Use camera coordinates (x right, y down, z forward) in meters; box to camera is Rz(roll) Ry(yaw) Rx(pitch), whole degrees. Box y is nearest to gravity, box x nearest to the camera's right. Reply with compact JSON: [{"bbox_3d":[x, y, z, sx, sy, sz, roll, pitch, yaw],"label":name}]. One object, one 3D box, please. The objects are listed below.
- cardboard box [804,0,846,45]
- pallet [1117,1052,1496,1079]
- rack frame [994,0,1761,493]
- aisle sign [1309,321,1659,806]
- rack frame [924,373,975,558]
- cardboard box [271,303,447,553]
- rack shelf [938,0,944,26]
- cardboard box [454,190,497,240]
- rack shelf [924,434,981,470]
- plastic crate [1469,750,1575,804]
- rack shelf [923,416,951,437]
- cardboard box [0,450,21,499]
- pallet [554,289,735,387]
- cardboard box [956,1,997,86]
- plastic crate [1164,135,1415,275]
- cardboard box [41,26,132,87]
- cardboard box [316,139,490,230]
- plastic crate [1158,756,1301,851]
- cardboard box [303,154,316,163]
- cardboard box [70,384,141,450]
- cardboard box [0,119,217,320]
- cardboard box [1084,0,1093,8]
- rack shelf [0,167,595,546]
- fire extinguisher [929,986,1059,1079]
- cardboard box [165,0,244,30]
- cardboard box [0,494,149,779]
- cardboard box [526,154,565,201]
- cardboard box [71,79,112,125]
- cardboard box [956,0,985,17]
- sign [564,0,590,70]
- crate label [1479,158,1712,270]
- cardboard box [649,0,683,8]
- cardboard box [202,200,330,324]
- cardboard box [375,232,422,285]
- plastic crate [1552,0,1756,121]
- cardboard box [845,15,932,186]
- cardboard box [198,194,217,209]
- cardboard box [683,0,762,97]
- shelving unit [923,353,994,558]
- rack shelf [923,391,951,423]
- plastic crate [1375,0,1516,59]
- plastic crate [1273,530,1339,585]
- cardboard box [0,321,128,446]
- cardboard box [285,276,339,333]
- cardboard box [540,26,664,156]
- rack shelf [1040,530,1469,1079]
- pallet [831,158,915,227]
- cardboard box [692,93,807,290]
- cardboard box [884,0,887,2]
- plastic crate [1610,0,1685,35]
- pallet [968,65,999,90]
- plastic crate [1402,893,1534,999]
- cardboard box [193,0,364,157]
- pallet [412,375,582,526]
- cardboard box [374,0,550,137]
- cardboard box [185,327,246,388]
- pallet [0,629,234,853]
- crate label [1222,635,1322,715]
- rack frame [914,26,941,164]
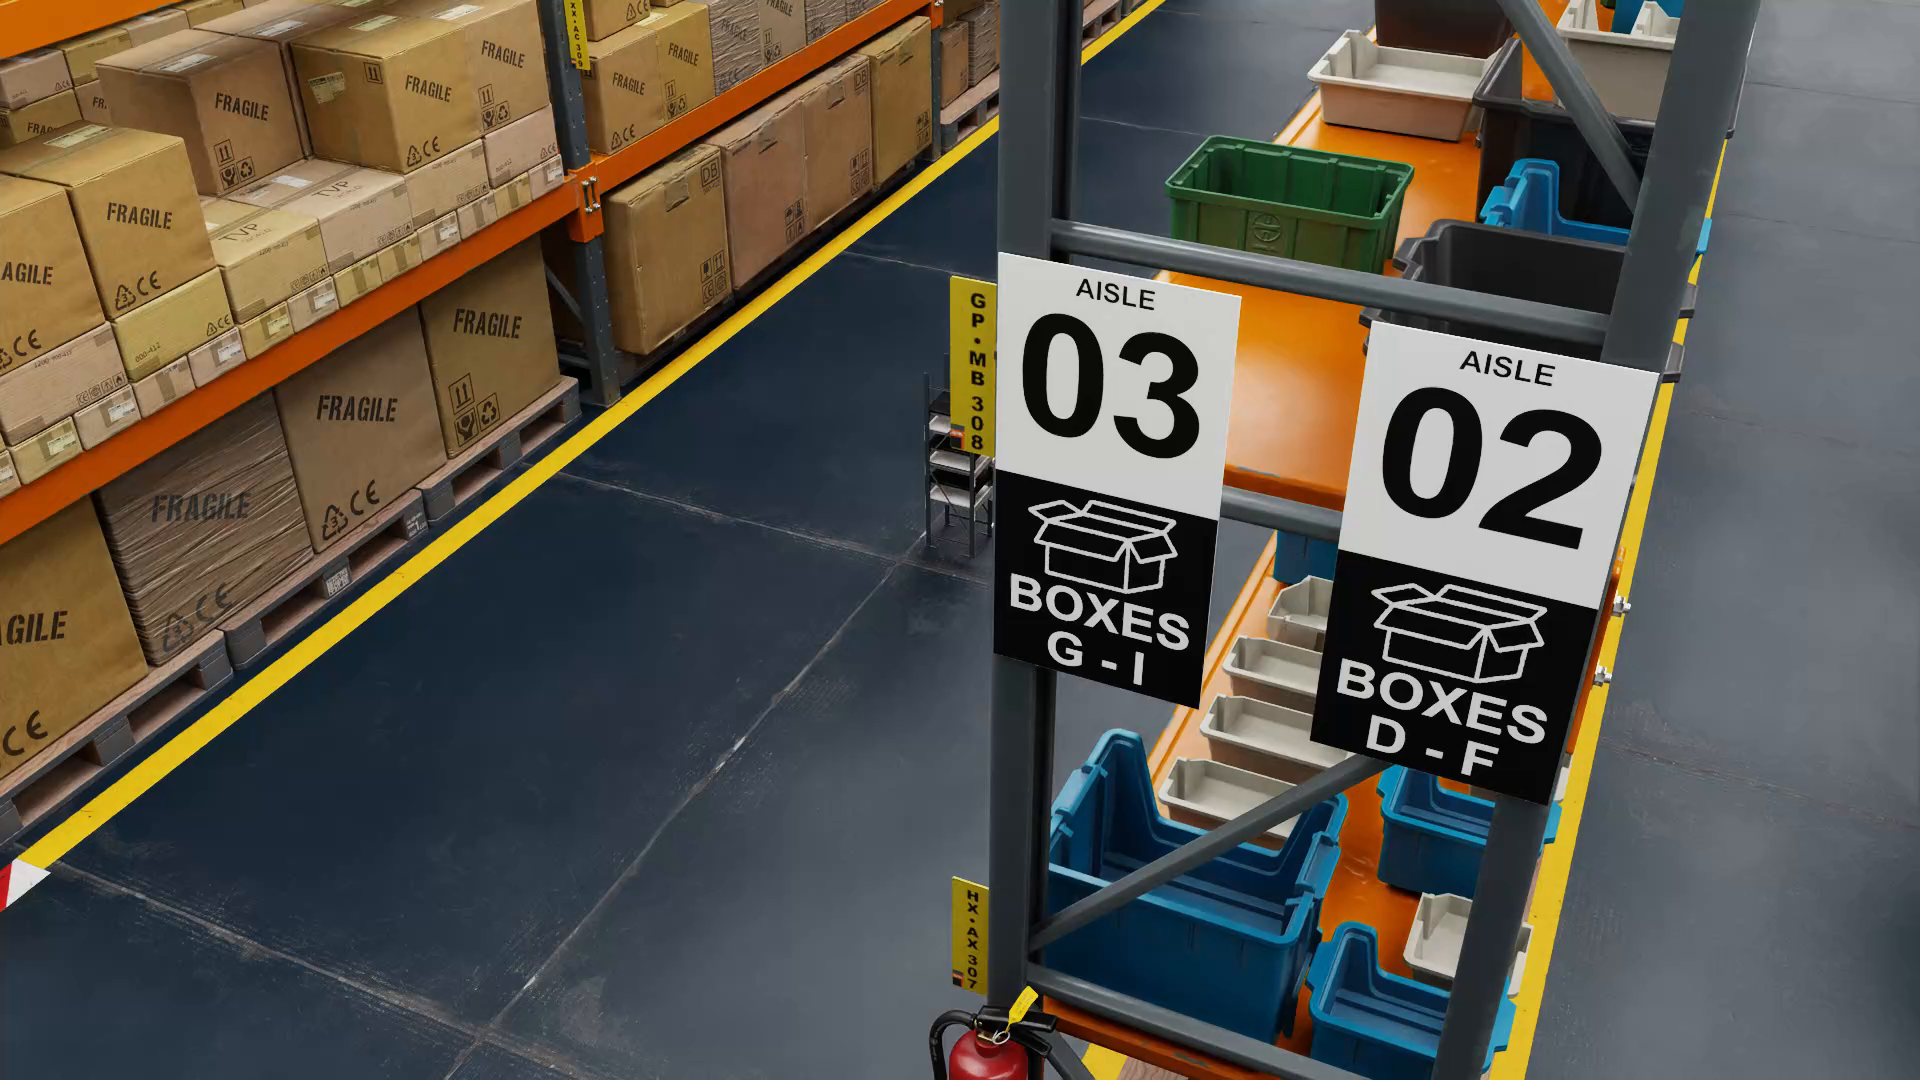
[{"bbox_3d":[-1.025,-3.313,9.975,0.500,0.500,0.500,13,35,19],"label":"cardboard box"},{"bbox_3d":[0.917,1.805,4.805,1.003,0.211,1.213,14,36,20],"label":"pallet"},{"bbox_3d":[0.536,-1.468,1.782,1.000,3.000,0.127,14,36,20],"label":"rack frame"},{"bbox_3d":[0.776,0.058,2.556,0.394,0.787,0.004,14,36,20],"label":"aisle sign"},{"bbox_3d":[-0.046,-0.322,7.420,0.240,0.900,0.006,14,36,20],"label":"rack frame"},{"bbox_3d":[-3.014,-0.616,7.509,0.875,0.875,0.875,14,36,20],"label":"cardboard box"},{"bbox_3d":[0.221,-4.775,12.953,1.077,0.370,4.000,14,36,20],"label":"rack shelf"},{"bbox_3d":[-2.334,-1.500,7.531,0.380,0.149,0.250,14,36,20],"label":"cardboard box"},{"bbox_3d":[-0.003,-0.420,7.466,0.258,0.077,0.200,14,36,20],"label":"rack shelf"},{"bbox_3d":[1.432,0.600,4.285,0.250,0.136,0.298,14,36,20],"label":"plastic crate"},{"bbox_3d":[-0.003,-0.495,7.417,0.258,0.077,0.200,14,36,20],"label":"rack shelf"},{"bbox_3d":[-3.408,-0.220,5.579,0.380,0.149,0.250,14,36,20],"label":"cardboard box"},{"bbox_3d":[-2.034,-1.323,9.575,1.003,0.211,1.213,14,36,20],"label":"pallet"},{"bbox_3d":[-0.133,-3.836,12.743,0.700,0.500,0.500,11,35,17],"label":"cardboard box"},{"bbox_3d":[0.690,-0.682,3.512,0.450,0.188,0.336,14,36,20],"label":"plastic crate"},{"bbox_3d":[-5.982,-3.293,11.249,0.500,0.250,0.500,15,36,22],"label":"cardboard box"},{"bbox_3d":[-2.449,-1.611,7.337,0.500,0.250,0.500,15,36,22],"label":"cardboard box"},{"bbox_3d":[0.713,0.678,4.166,0.396,0.136,0.243,14,36,20],"label":"plastic crate"},{"bbox_3d":[-2.936,-1.729,7.517,0.500,0.250,0.500,14,36,20],"label":"cardboard box"},{"bbox_3d":[-3.193,-0.477,5.972,0.380,0.149,0.250,14,36,20],"label":"cardboard box"},{"bbox_3d":[-3.096,-1.156,5.960,0.500,0.500,0.500,13,35,19],"label":"cardboard box"},{"bbox_3d":[0.782,-4.910,14.381,0.700,0.500,0.500,11,35,17],"label":"cardboard box"},{"bbox_3d":[-3.126,-0.791,6.877,1.077,0.370,4.000,14,36,20],"label":"rack shelf"},{"bbox_3d":[0.060,1.200,3.595,0.296,0.674,0.183,14,36,20],"label":"fire extinguisher"},{"bbox_3d":[-5.554,-3.808,12.034,0.500,0.250,0.500,15,36,22],"label":"cardboard box"},{"bbox_3d":[-3.767,0.280,6.142,0.875,0.875,0.875,14,36,20],"label":"cardboard box"},{"bbox_3d":[-2.119,-1.756,7.921,0.380,0.149,0.250,14,36,21],"label":"cardboard box"},{"bbox_3d":[-5.982,-2.977,11.452,0.500,0.500,0.500,16,36,23],"label":"cardboard box"},{"bbox_3d":[-0.150,-4.139,12.522,0.500,0.250,0.500,18,37,26],"label":"cardboard box"},{"bbox_3d":[-1.784,-2.356,7.746,0.100,0.325,0.005,14,36,20],"label":"sign"},{"bbox_3d":[1.216,-0.537,3.233,0.408,0.251,0.502,14,36,20],"label":"crate label"},{"bbox_3d":[-1.731,-3.208,8.901,0.797,0.503,0.637,15,36,21],"label":"cardboard box"},{"bbox_3d":[-2.878,-1.105,6.566,0.500,0.250,0.500,13,36,20],"label":"cardboard box"},{"bbox_3d":[-2.549,-1.243,7.139,0.380,0.149,0.250,15,36,21],"label":"cardboard box"},{"bbox_3d":[1.744,-1.197,4.213,0.437,0.282,0.530,14,36,20],"label":"plastic crate"},{"bbox_3d":[-0.923,-3.028,11.187,1.225,0.875,0.875,13,35,18],"label":"cardboard box"},{"bbox_3d":[-3.361,-1.226,6.749,0.500,0.250,0.500,14,36,21],"label":"cardboard box"},{"bbox_3d":[-1.450,-2.801,9.195,0.500,0.500,0.500,13,36,19],"label":"cardboard box"},{"bbox_3d":[-0.003,-0.372,7.497,0.258,0.900,0.210,14,36,20],"label":"shelving unit"},{"bbox_3d":[-0.003,-0.570,7.367,0.258,0.077,0.200,14,36,20],"label":"rack shelf"},{"bbox_3d":[1.441,-1.595,4.831,0.497,0.269,0.590,14,36,20],"label":"plastic crate"},{"bbox_3d":[1.163,0.004,5.106,0.416,0.233,0.300,14,36,20],"label":"plastic crate"},{"bbox_3d":[-3.305,-0.595,5.787,0.500,0.250,0.500,14,36,20],"label":"cardboard box"},{"bbox_3d":[-2.764,-0.989,6.752,0.380,0.149,0.250,15,36,21],"label":"cardboard box"},{"bbox_3d":[-1.869,-2.301,8.433,0.500,0.500,0.500,14,36,21],"label":"cardboard box"},{"bbox_3d":[1.373,0.345,5.144,1.077,0.370,4.000,14,36,20],"label":"rack shelf"},{"bbox_3d":[-1.014,-2.538,11.429,1.003,0.211,1.213,14,36,20],"label":"pallet"},{"bbox_3d":[-1.666,-2.143,9.838,1.225,0.875,0.875,13,35,19],"label":"cardboard box"},{"bbox_3d":[-0.597,-3.819,10.748,0.500,0.500,0.500,15,36,22],"label":"cardboard box"},{"bbox_3d":[2.119,-1.609,4.886,0.416,0.233,0.300,14,36,20],"label":"plastic crate"},{"bbox_3d":[0.225,-3.908,13.518,1.003,0.211,1.213,14,36,20],"label":"pallet"},{"bbox_3d":[1.148,0.938,3.770,0.250,0.136,0.298,14,36,20],"label":"plastic crate"},{"bbox_3d":[-2.934,-2.040,7.307,0.500,0.500,0.500,14,36,20],"label":"cardboard box"},{"bbox_3d":[-2.678,-0.561,8.413,1.003,0.211,1.213,14,36,20],"label":"pallet"},{"bbox_3d":[-2.238,-2.173,7.510,0.500,0.500,0.500,15,36,22],"label":"cardboard box"},{"bbox_3d":[-2.978,-0.733,6.361,0.380,0.149,0.250,14,36,20],"label":"cardboard box"},{"bbox_3d":[-3.699,0.654,6.560,1.003,0.211,1.213,14,36,20],"label":"pallet"},{"bbox_3d":[0.942,0.393,4.601,0.396,0.136,0.243,14,36,20],"label":"crate label"},{"bbox_3d":[-0.615,-4.080,11.237,1.000,3.000,0.127,14,36,20],"label":"rack frame"}]
